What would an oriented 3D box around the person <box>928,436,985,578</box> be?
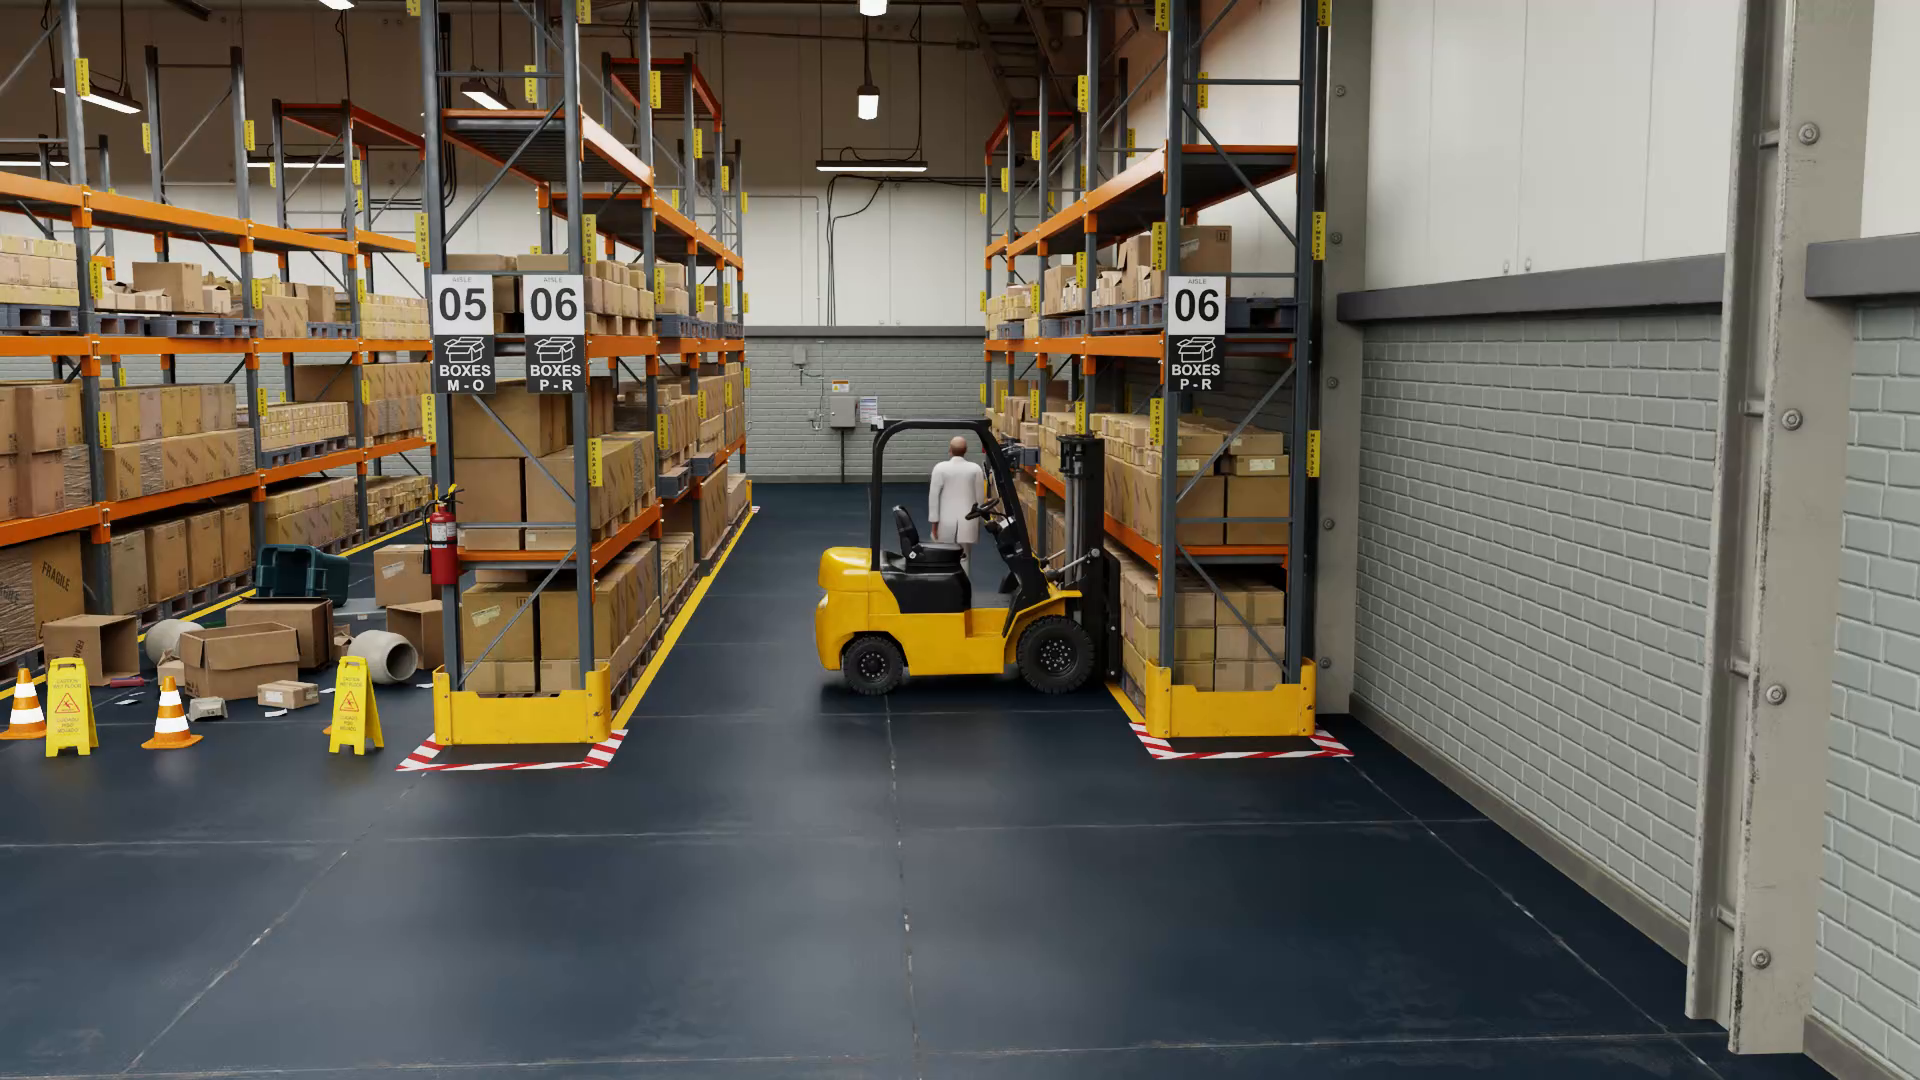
[{"bbox_3d":[-0.034,-0.148,17.168,0.590,1.846,0.660,0,7,-2],"label":"person"}]
